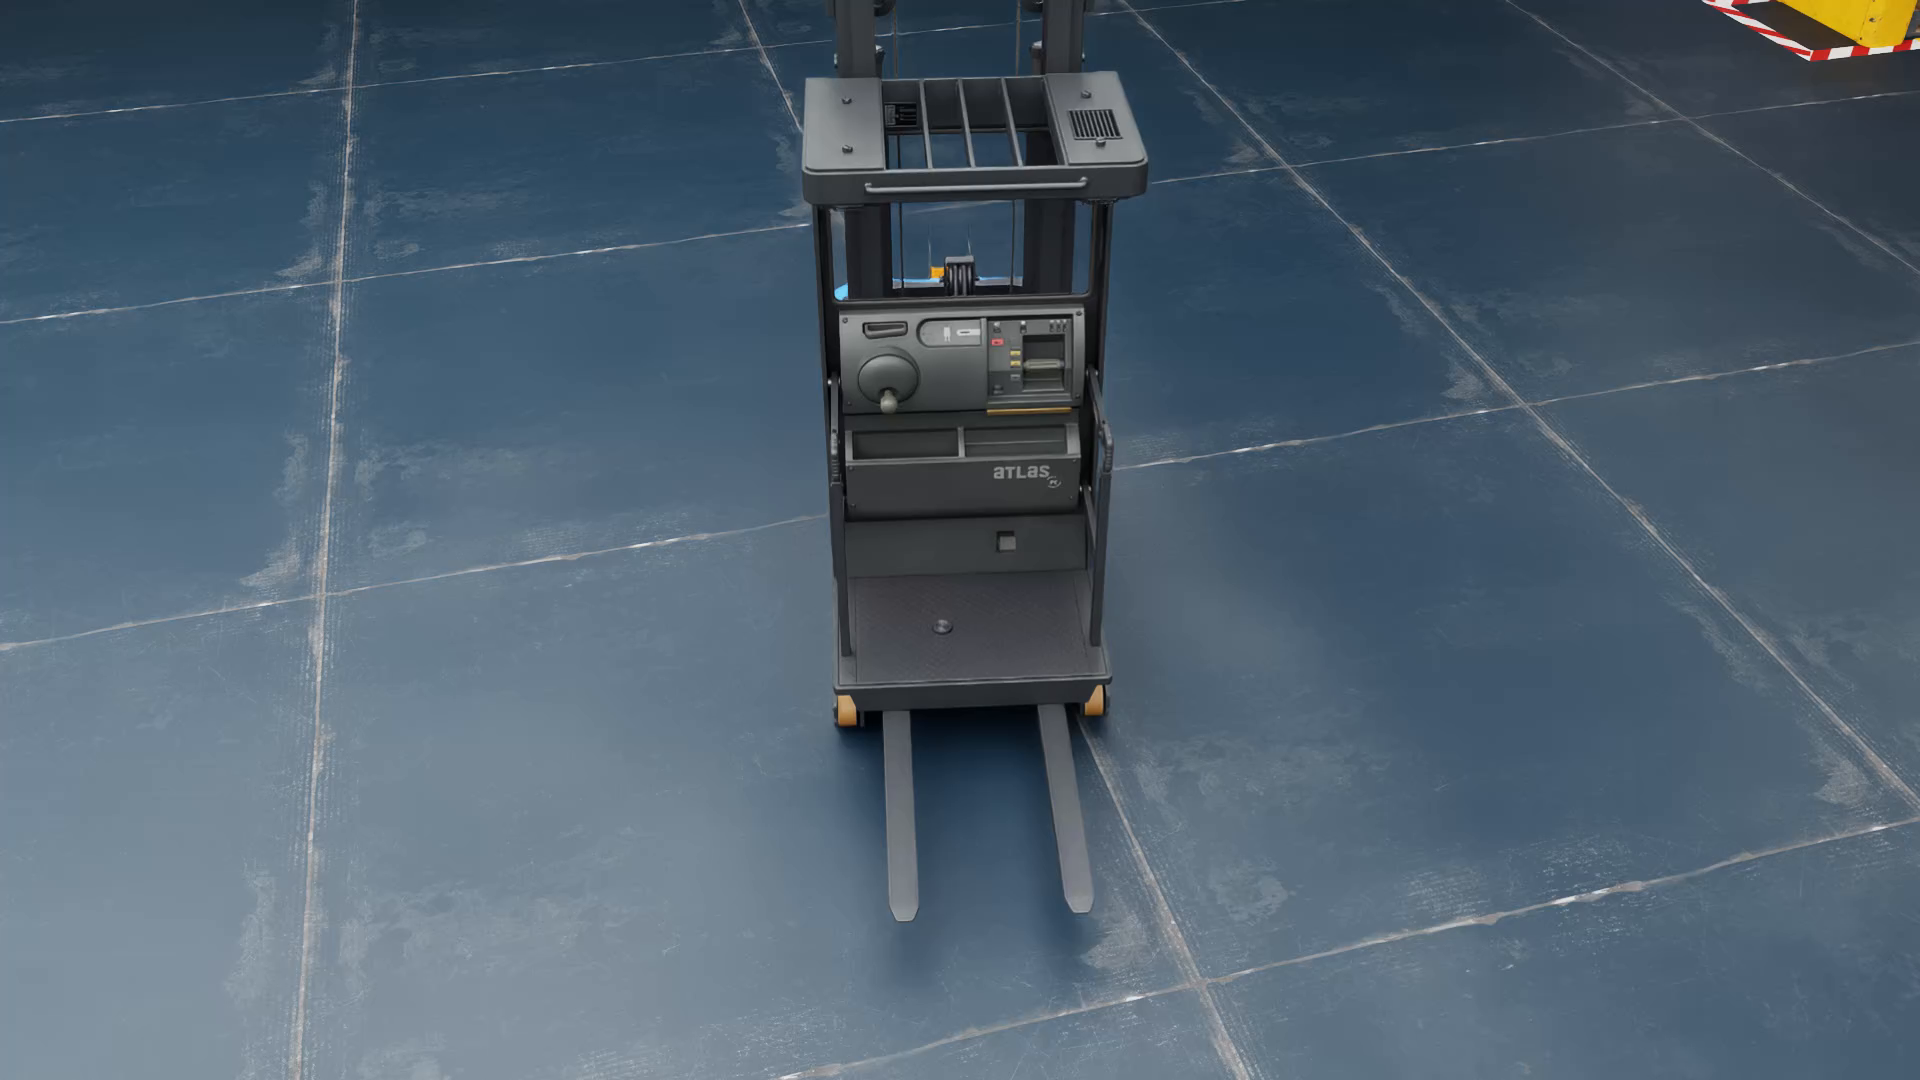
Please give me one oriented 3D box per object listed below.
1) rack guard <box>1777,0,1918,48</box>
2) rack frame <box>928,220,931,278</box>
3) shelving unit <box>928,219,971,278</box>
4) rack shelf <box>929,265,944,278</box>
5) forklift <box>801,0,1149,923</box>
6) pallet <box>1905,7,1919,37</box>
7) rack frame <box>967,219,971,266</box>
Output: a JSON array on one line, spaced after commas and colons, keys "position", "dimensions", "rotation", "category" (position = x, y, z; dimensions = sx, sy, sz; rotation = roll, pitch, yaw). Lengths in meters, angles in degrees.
[{"position": [6.909, -4.300, 12.960], "dimensions": [0.348, 0.500, 1.175], "rotation": [-9, 38, -12], "category": "rack guard"}, {"position": [-0.141, -0.933, 7.982], "dimensions": [0.006, 1.200, 0.240], "rotation": [-2, 37, -3], "category": "rack frame"}, {"position": [-0.049, -0.936, 7.986], "dimensions": [0.189, 1.200, 0.258], "rotation": [-2, 37, -3], "category": "shelving unit"}, {"position": [-0.049, -1.187, 7.795], "dimensions": [0.180, 0.103, 0.258], "rotation": [-2, 37, -3], "category": "rack shelf"}, {"position": [0.025, -0.614, 6.140], "dimensions": [1.130, 2.935, 3.031], "rotation": [-2, 37, -3], "category": "forklift"}, {"position": [7.659, -4.335, 13.243], "dimensions": [1.213, 0.211, 1.003], "rotation": [-9, 38, -12], "category": "pallet"}, {"position": [0.042, -0.940, 7.990], "dimensions": [0.006, 1.200, 0.240], "rotation": [-2, 37, -3], "category": "rack frame"}]
